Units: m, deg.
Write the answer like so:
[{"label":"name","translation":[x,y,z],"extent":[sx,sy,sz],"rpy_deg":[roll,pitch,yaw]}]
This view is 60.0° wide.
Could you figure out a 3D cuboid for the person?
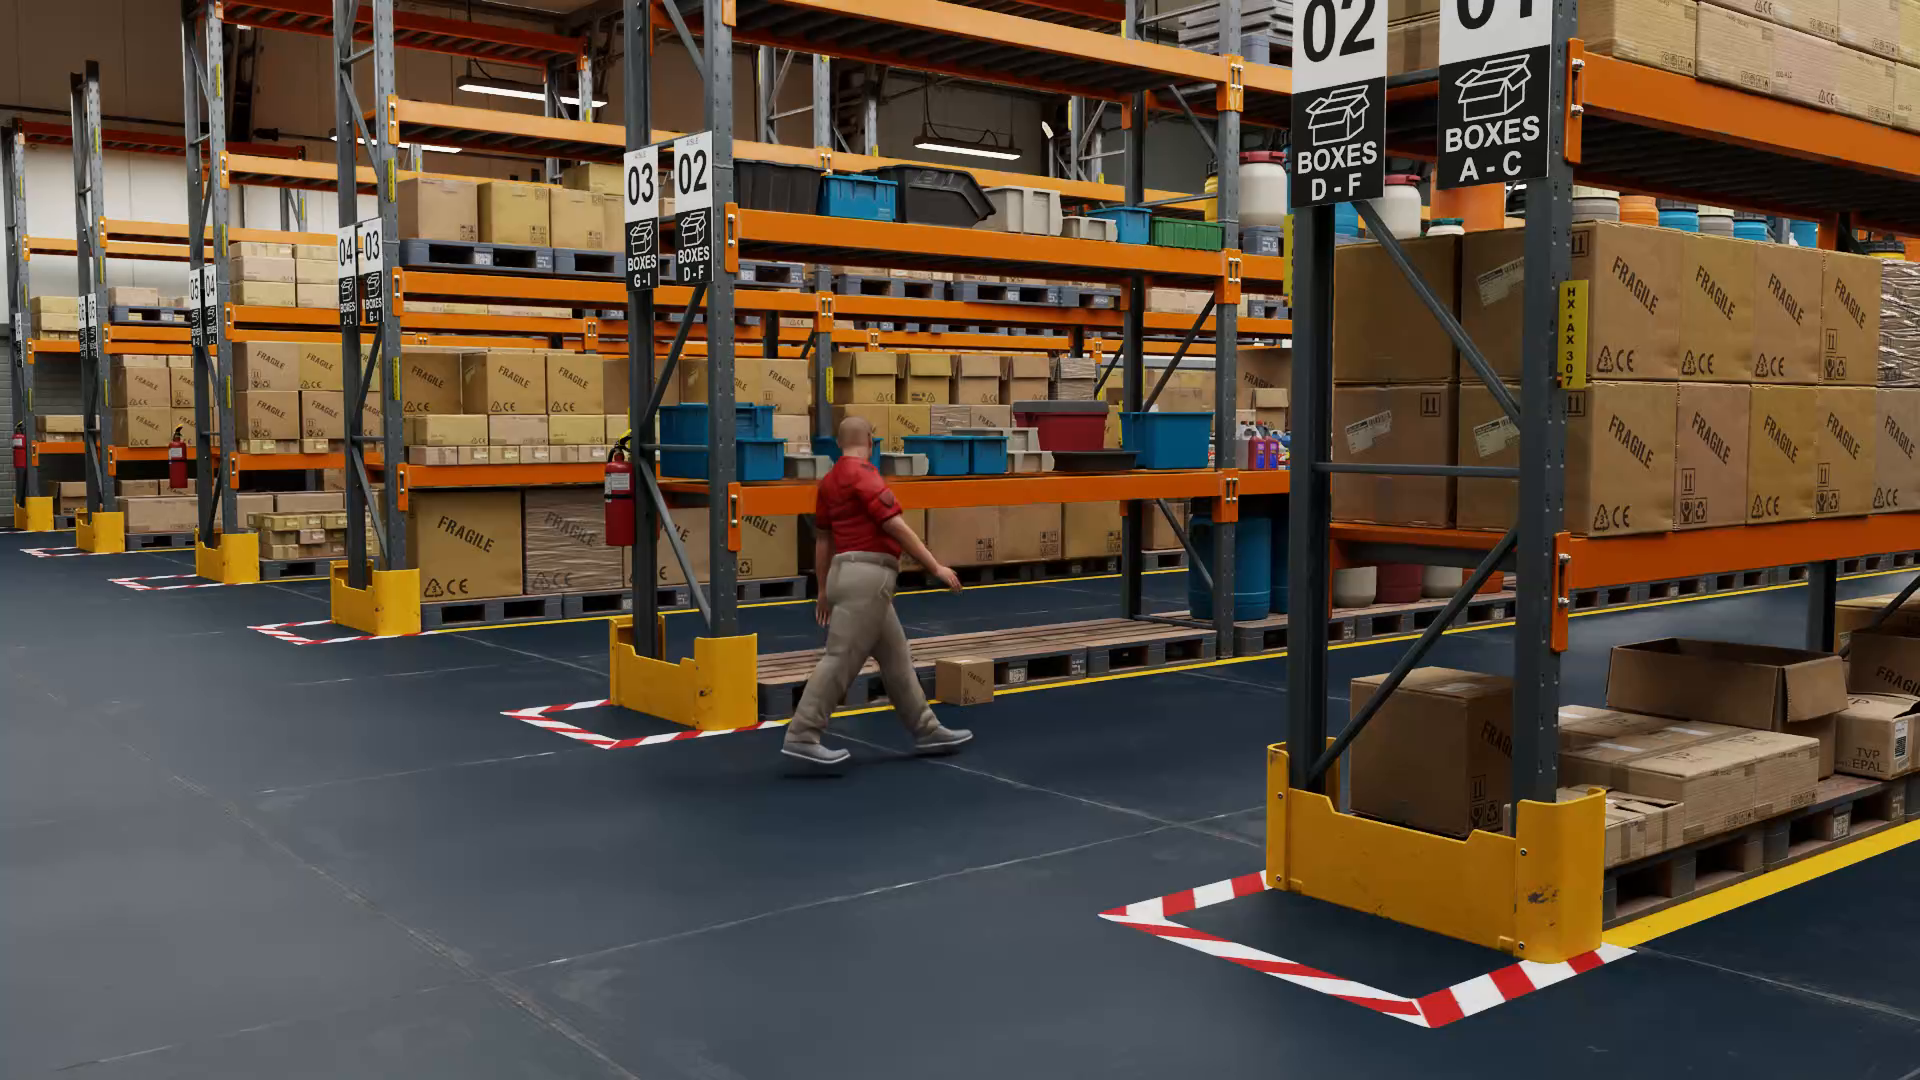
[{"label":"person","translation":[-0.401,0.227,8.067],"extent":[1.073,1.655,0.642],"rpy_deg":[-2,5,-24]}]
